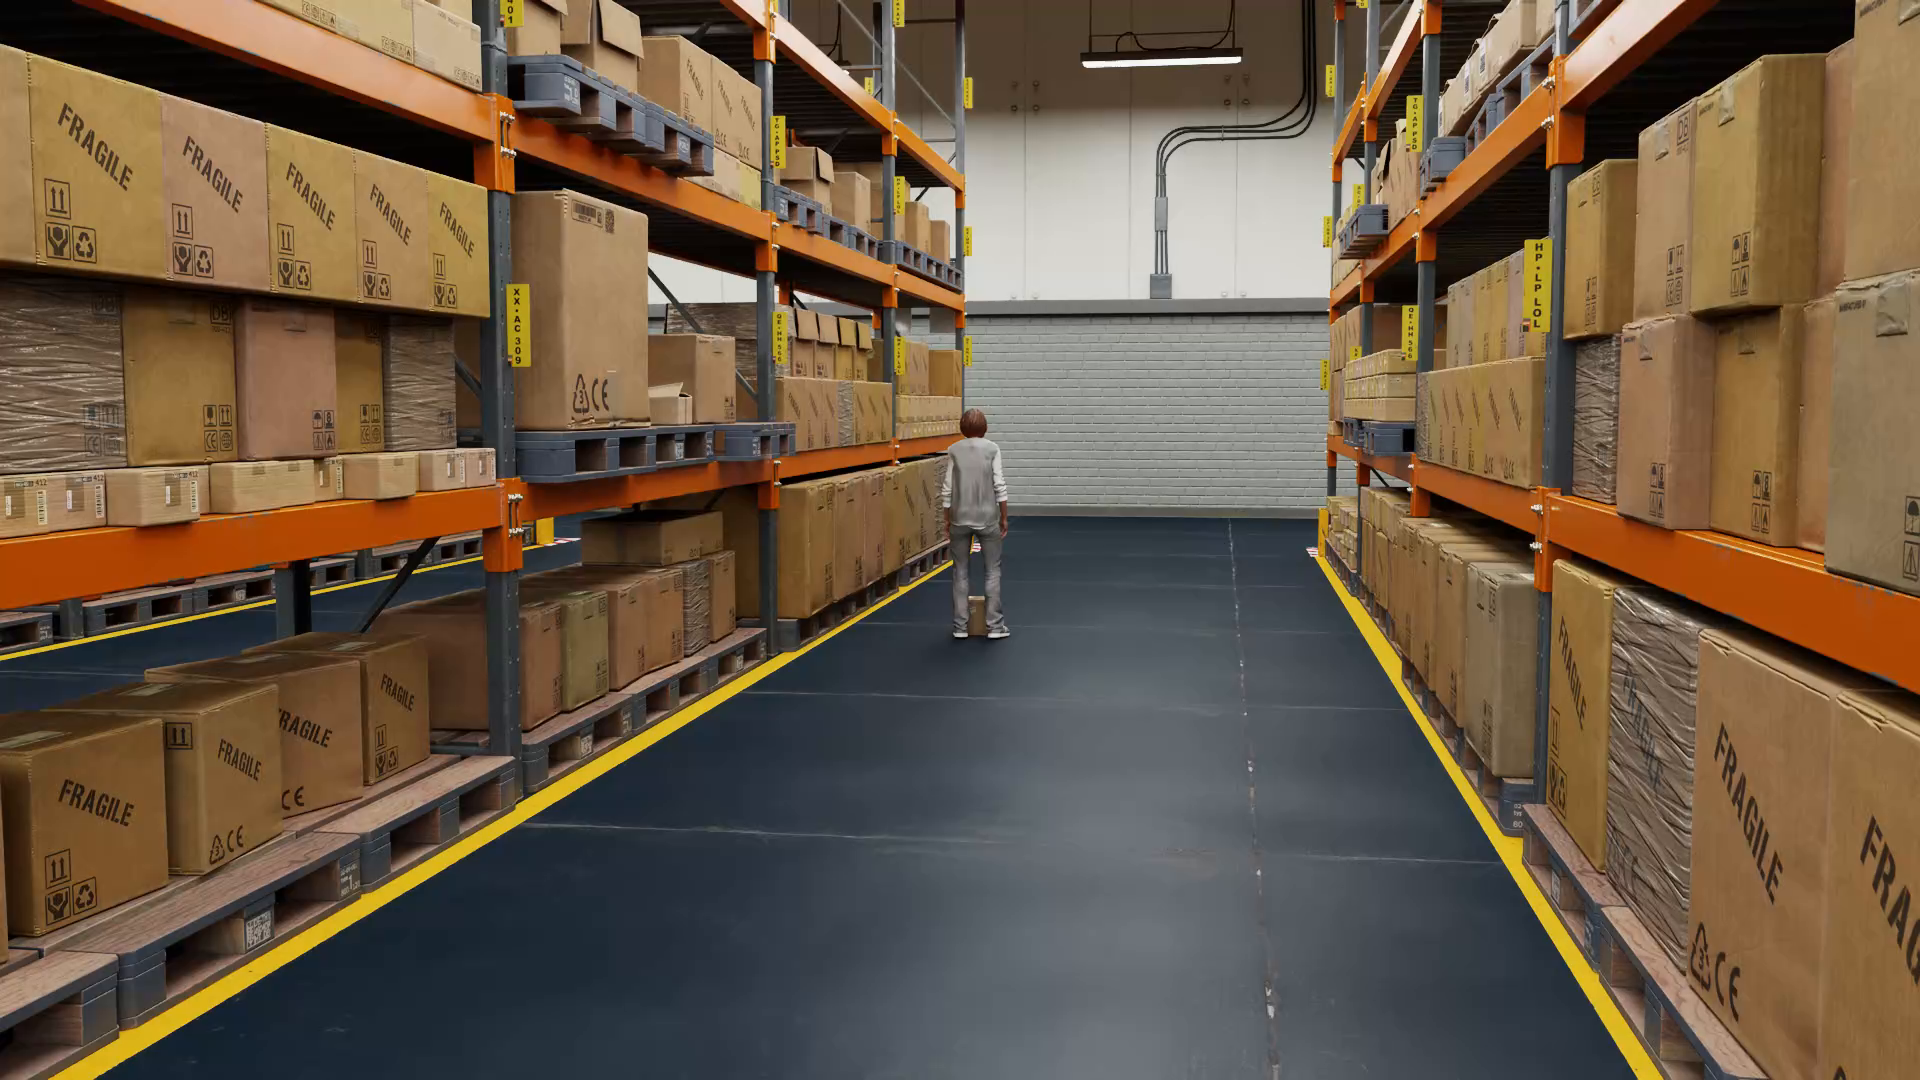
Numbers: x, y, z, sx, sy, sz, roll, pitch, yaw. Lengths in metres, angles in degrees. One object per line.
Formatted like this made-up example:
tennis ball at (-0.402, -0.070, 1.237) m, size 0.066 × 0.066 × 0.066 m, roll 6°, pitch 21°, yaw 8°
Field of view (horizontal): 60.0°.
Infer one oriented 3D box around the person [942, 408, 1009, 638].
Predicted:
person at (0.105, -0.112, 11.509) m, size 0.460 × 1.591 × 0.346 m, roll 1°, pitch 5°, yaw 8°
